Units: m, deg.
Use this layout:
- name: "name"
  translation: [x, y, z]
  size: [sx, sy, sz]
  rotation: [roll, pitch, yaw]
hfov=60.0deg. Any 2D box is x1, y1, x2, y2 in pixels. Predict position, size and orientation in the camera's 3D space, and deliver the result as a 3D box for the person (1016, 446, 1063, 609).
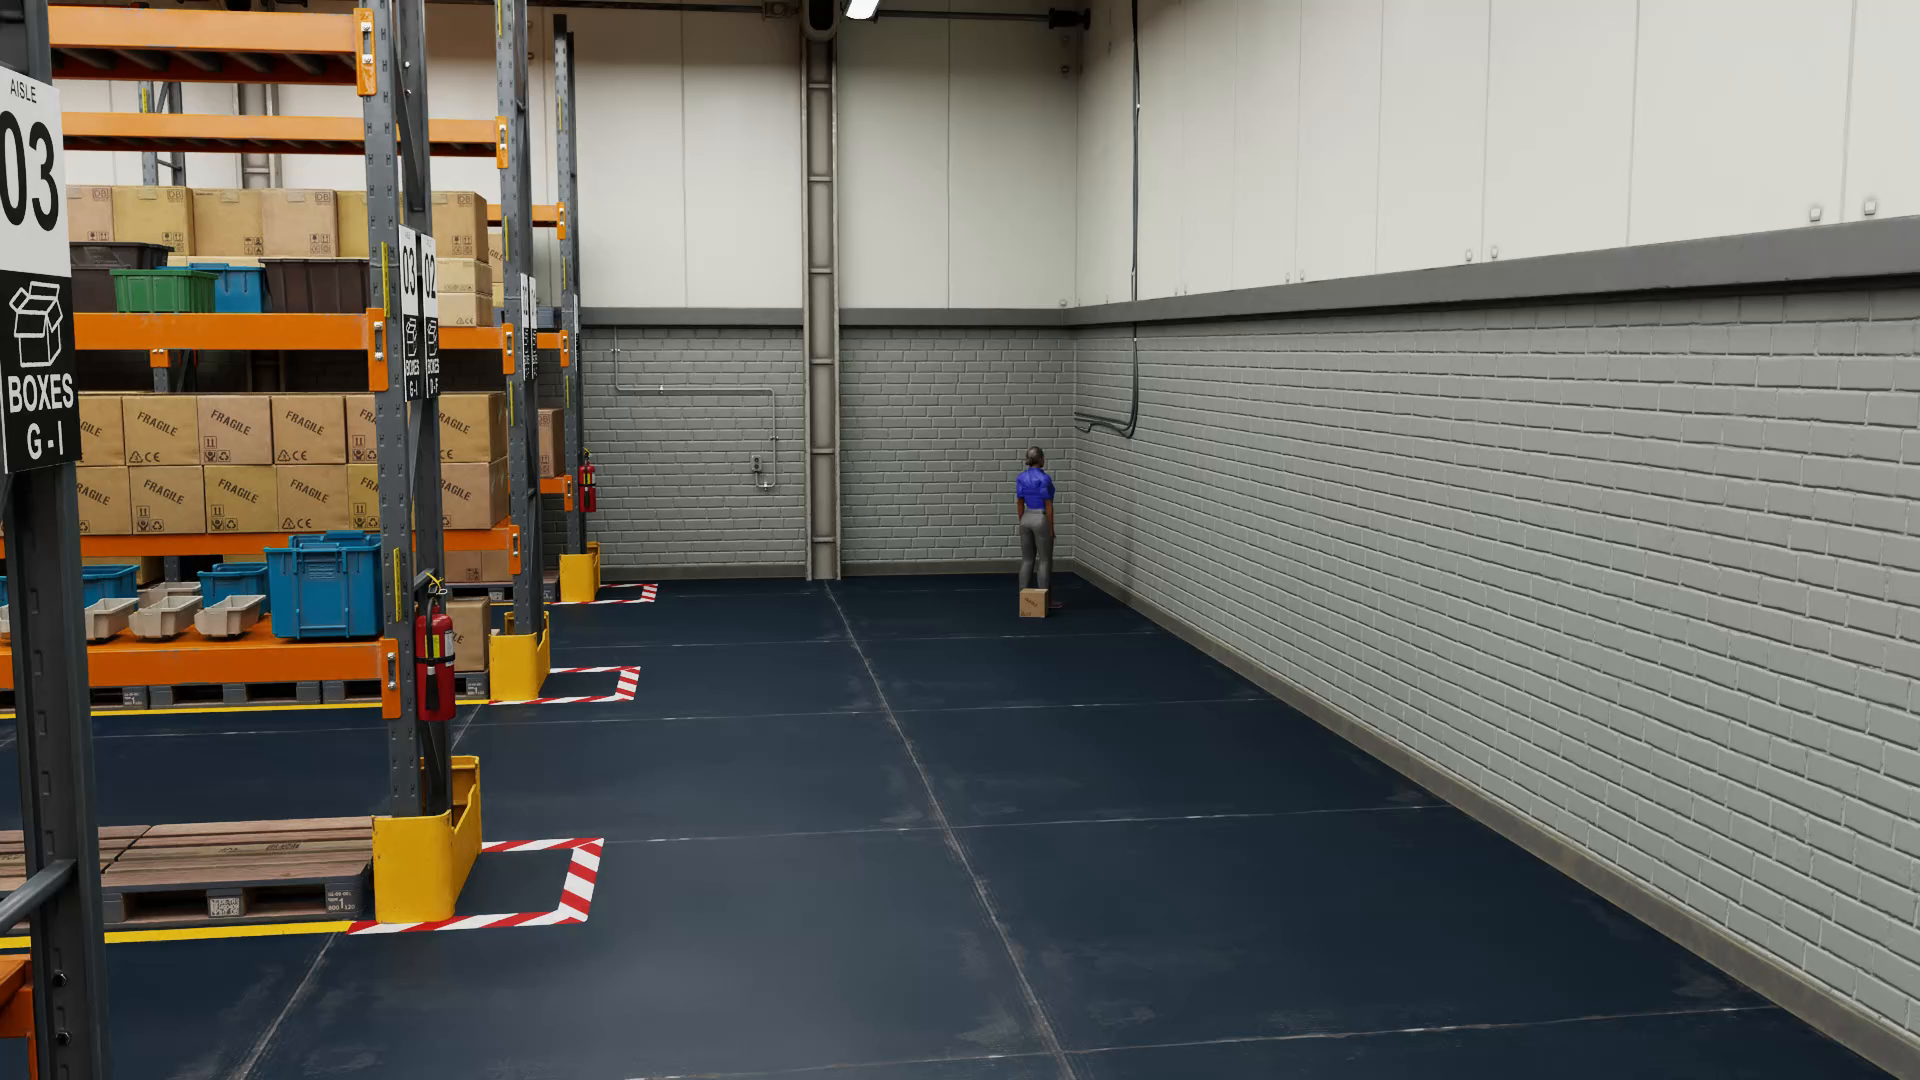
- name: "person"
  translation: [0.802, -0.130, 16.988]
  size: [0.446, 1.659, 0.339]
  rotation: [5, 8, 39]
